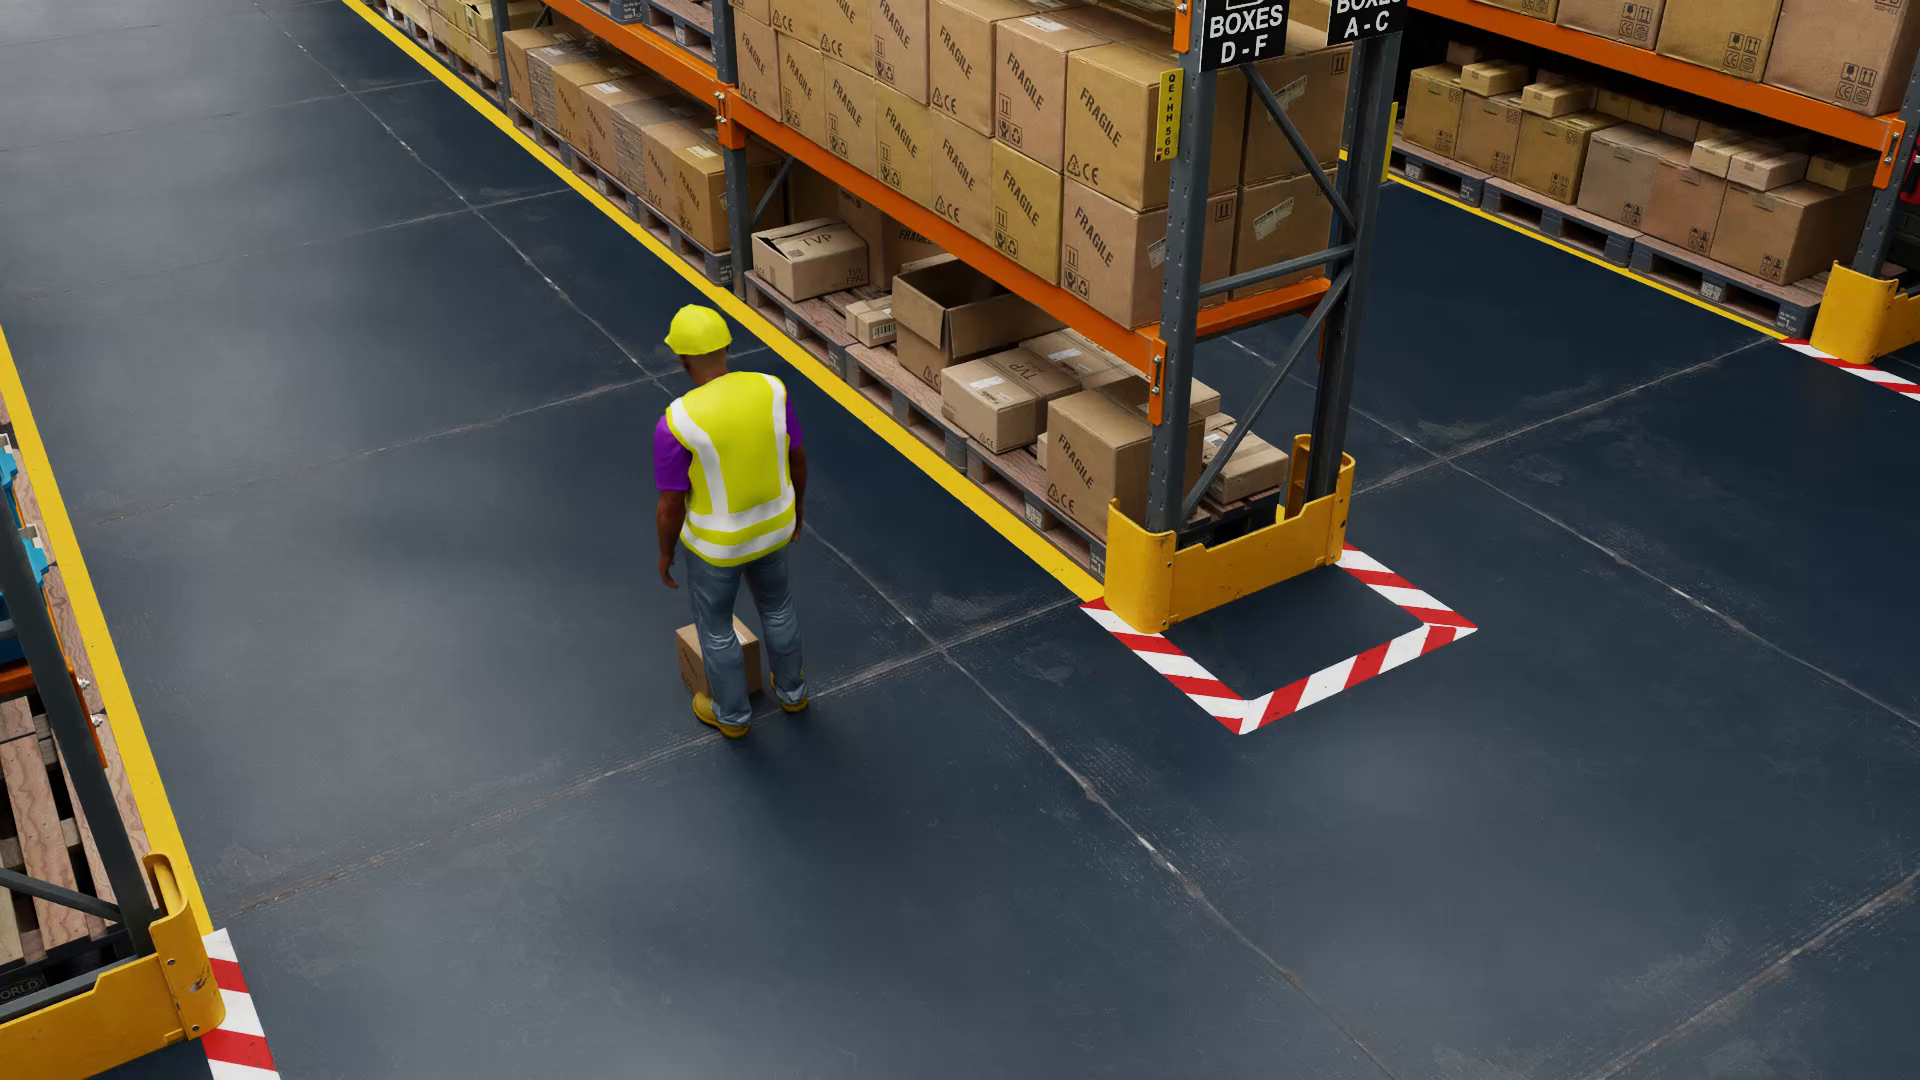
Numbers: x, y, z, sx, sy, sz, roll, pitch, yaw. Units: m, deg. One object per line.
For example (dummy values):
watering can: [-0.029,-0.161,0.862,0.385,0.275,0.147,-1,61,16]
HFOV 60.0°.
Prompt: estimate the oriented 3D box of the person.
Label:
person: [-0.851,-0.048,6.197,0.629,1.759,0.460,-21,38,-30]
